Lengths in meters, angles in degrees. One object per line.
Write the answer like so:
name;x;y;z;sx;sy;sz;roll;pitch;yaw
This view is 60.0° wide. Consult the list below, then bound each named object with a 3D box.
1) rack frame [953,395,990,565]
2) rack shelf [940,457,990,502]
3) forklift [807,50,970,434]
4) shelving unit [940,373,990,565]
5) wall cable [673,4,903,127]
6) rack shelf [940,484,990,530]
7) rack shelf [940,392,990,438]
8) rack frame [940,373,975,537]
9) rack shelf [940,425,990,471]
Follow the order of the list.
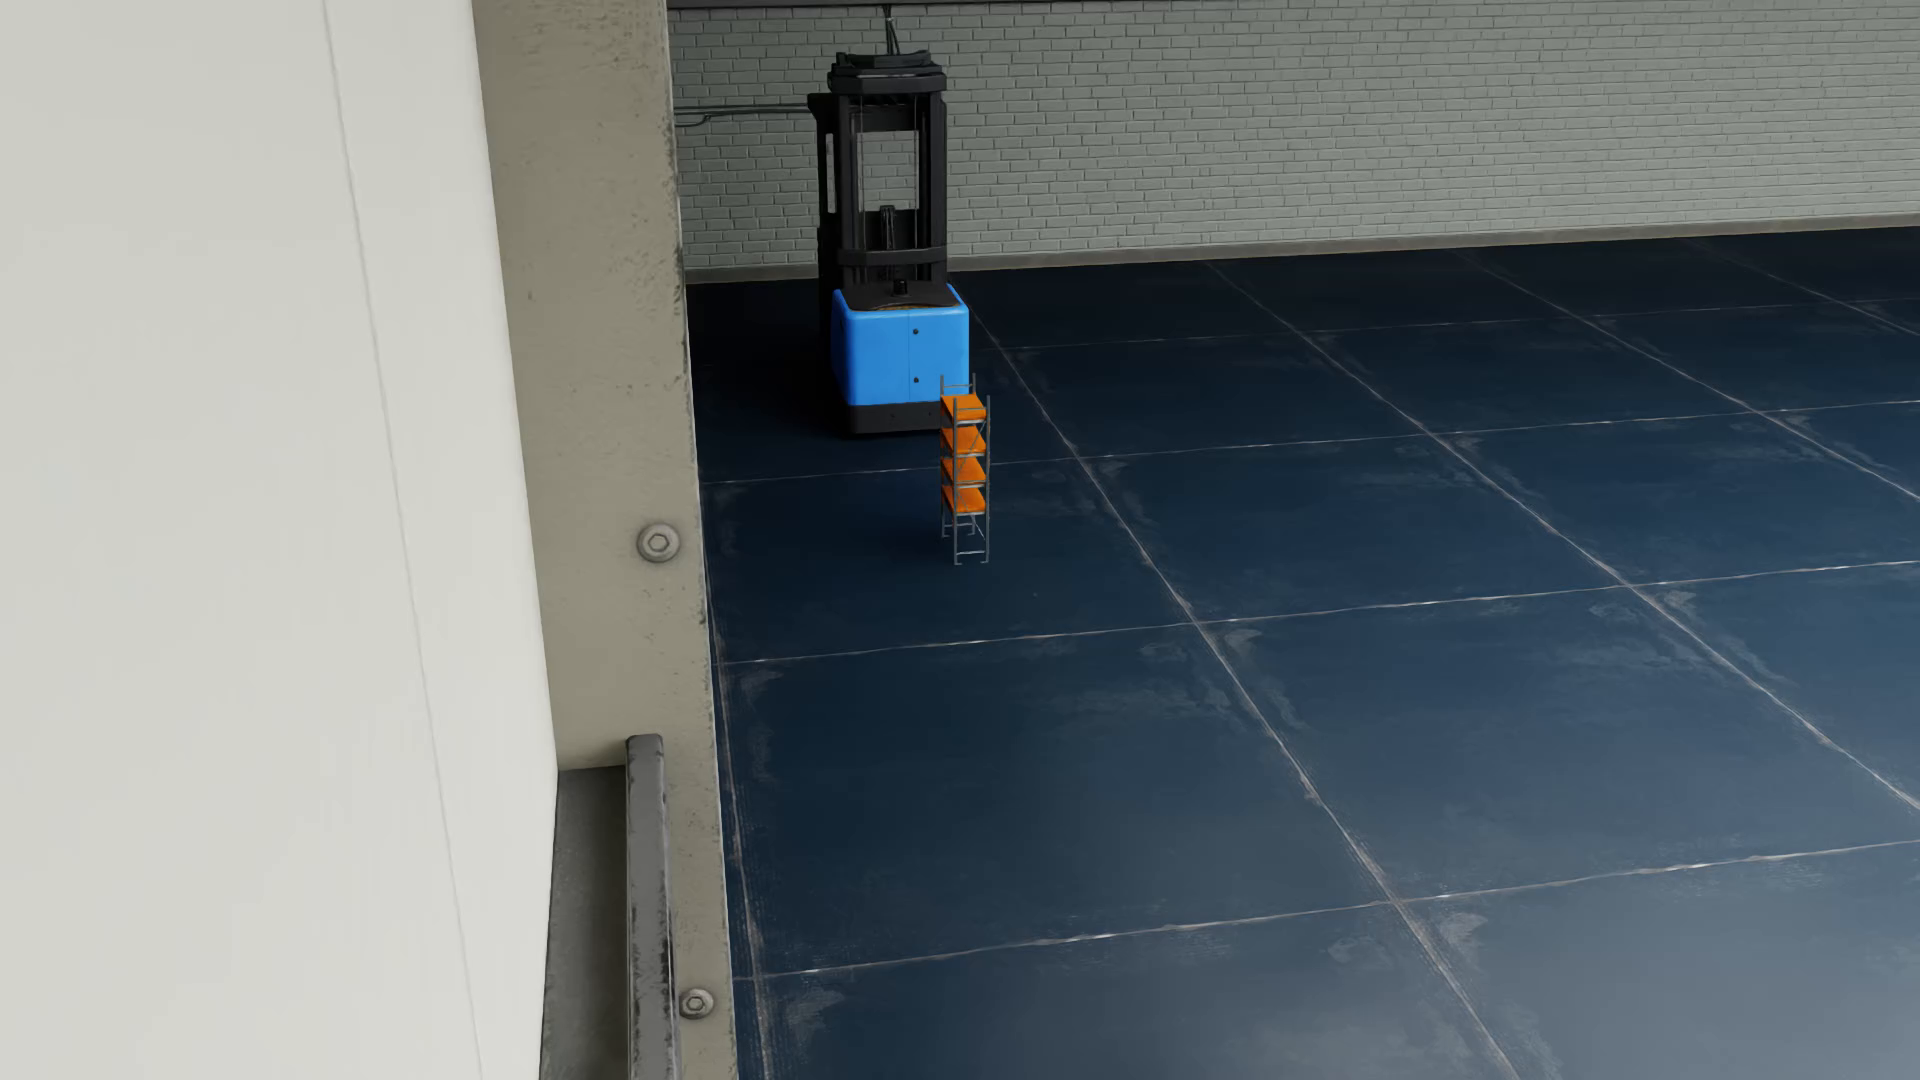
rack frame;0.076;-0.389;11.141;0.240;1.200;0.015;-4;24;-10
rack shelf;0.031;-0.423;11.388;0.258;0.148;0.480;-4;24;-10
forklift;-0.701;-2.769;14.428;1.130;2.935;3.031;-5;24;-10
shelving unit;0.031;-0.485;11.361;0.258;1.200;0.503;-4;24;-10
wall cable;-2.122;-5.545;17.082;3.097;2.526;0.112;-4;24;-10
rack shelf;0.031;-0.241;11.467;0.258;0.148;0.480;-4;24;-10
rack shelf;0.031;-0.845;11.204;0.258;0.148;0.480;-4;24;-10
rack frame;-0.014;-0.581;11.581;0.240;1.200;0.015;-4;24;-10
rack shelf;0.031;-0.628;11.298;0.258;0.148;0.480;-4;24;-10
